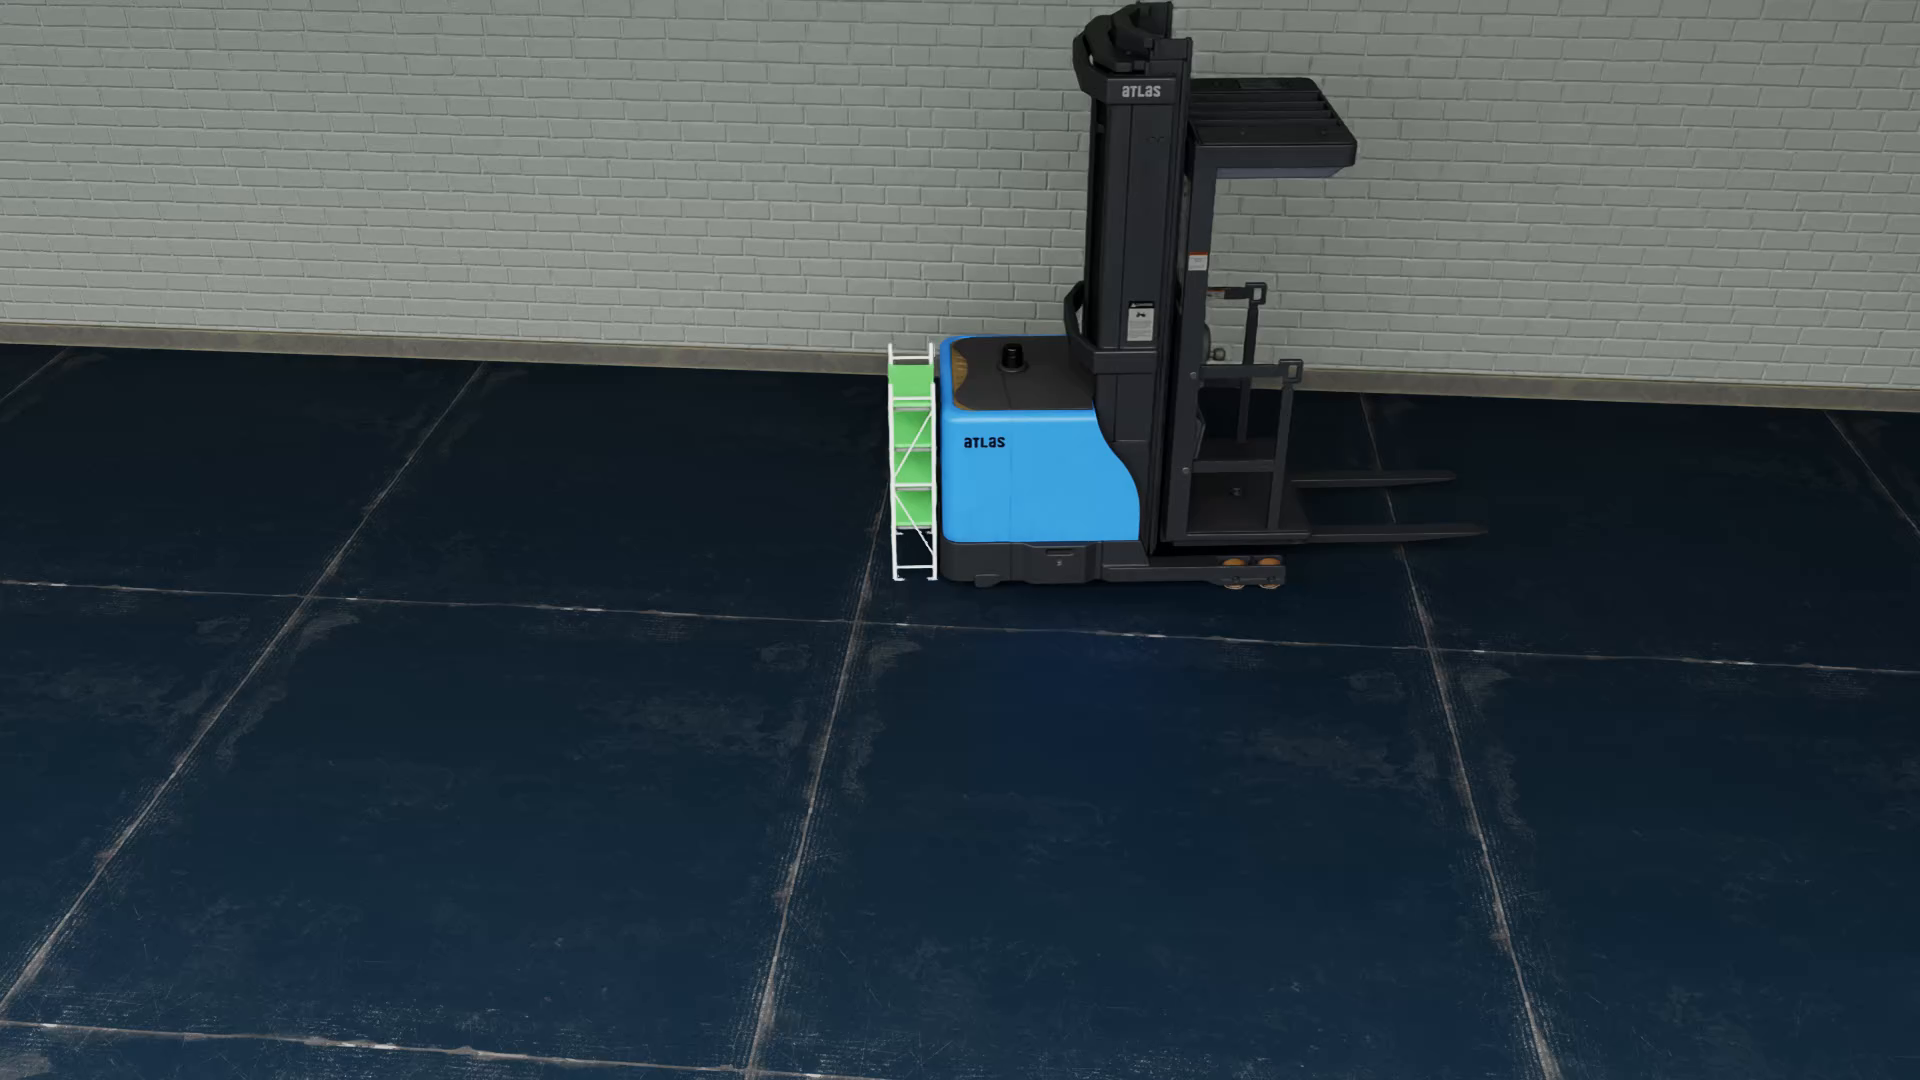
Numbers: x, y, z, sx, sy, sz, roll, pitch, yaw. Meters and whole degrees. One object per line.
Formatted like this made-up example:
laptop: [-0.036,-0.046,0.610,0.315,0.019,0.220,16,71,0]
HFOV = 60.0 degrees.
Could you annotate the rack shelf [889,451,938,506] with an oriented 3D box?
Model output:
rack shelf: [-0.257,-0.366,9.103,0.258,0.148,0.480,-1,32,-2]

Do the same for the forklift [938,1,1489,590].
forklift: [1.397,-1.256,8.775,3.031,2.935,1.130,-1,32,-1]

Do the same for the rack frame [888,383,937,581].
rack frame: [-0.248,-0.293,8.862,0.240,1.200,0.015,-1,32,-2]

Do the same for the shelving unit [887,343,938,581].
shelving unit: [-0.257,-0.421,9.069,0.258,1.200,0.503,-1,32,-2]

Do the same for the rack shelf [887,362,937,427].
rack shelf: [-0.257,-0.775,8.851,0.258,0.148,0.480,-1,32,-2]

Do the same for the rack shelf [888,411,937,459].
rack shelf: [-0.257,-0.571,8.977,0.258,0.148,0.480,-1,32,-2]

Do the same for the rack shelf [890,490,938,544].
rack shelf: [-0.257,-0.162,9.229,0.258,0.148,0.480,-1,32,-2]

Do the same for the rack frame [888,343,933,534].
rack frame: [-0.266,-0.549,9.277,0.240,1.200,0.015,-1,32,-2]
